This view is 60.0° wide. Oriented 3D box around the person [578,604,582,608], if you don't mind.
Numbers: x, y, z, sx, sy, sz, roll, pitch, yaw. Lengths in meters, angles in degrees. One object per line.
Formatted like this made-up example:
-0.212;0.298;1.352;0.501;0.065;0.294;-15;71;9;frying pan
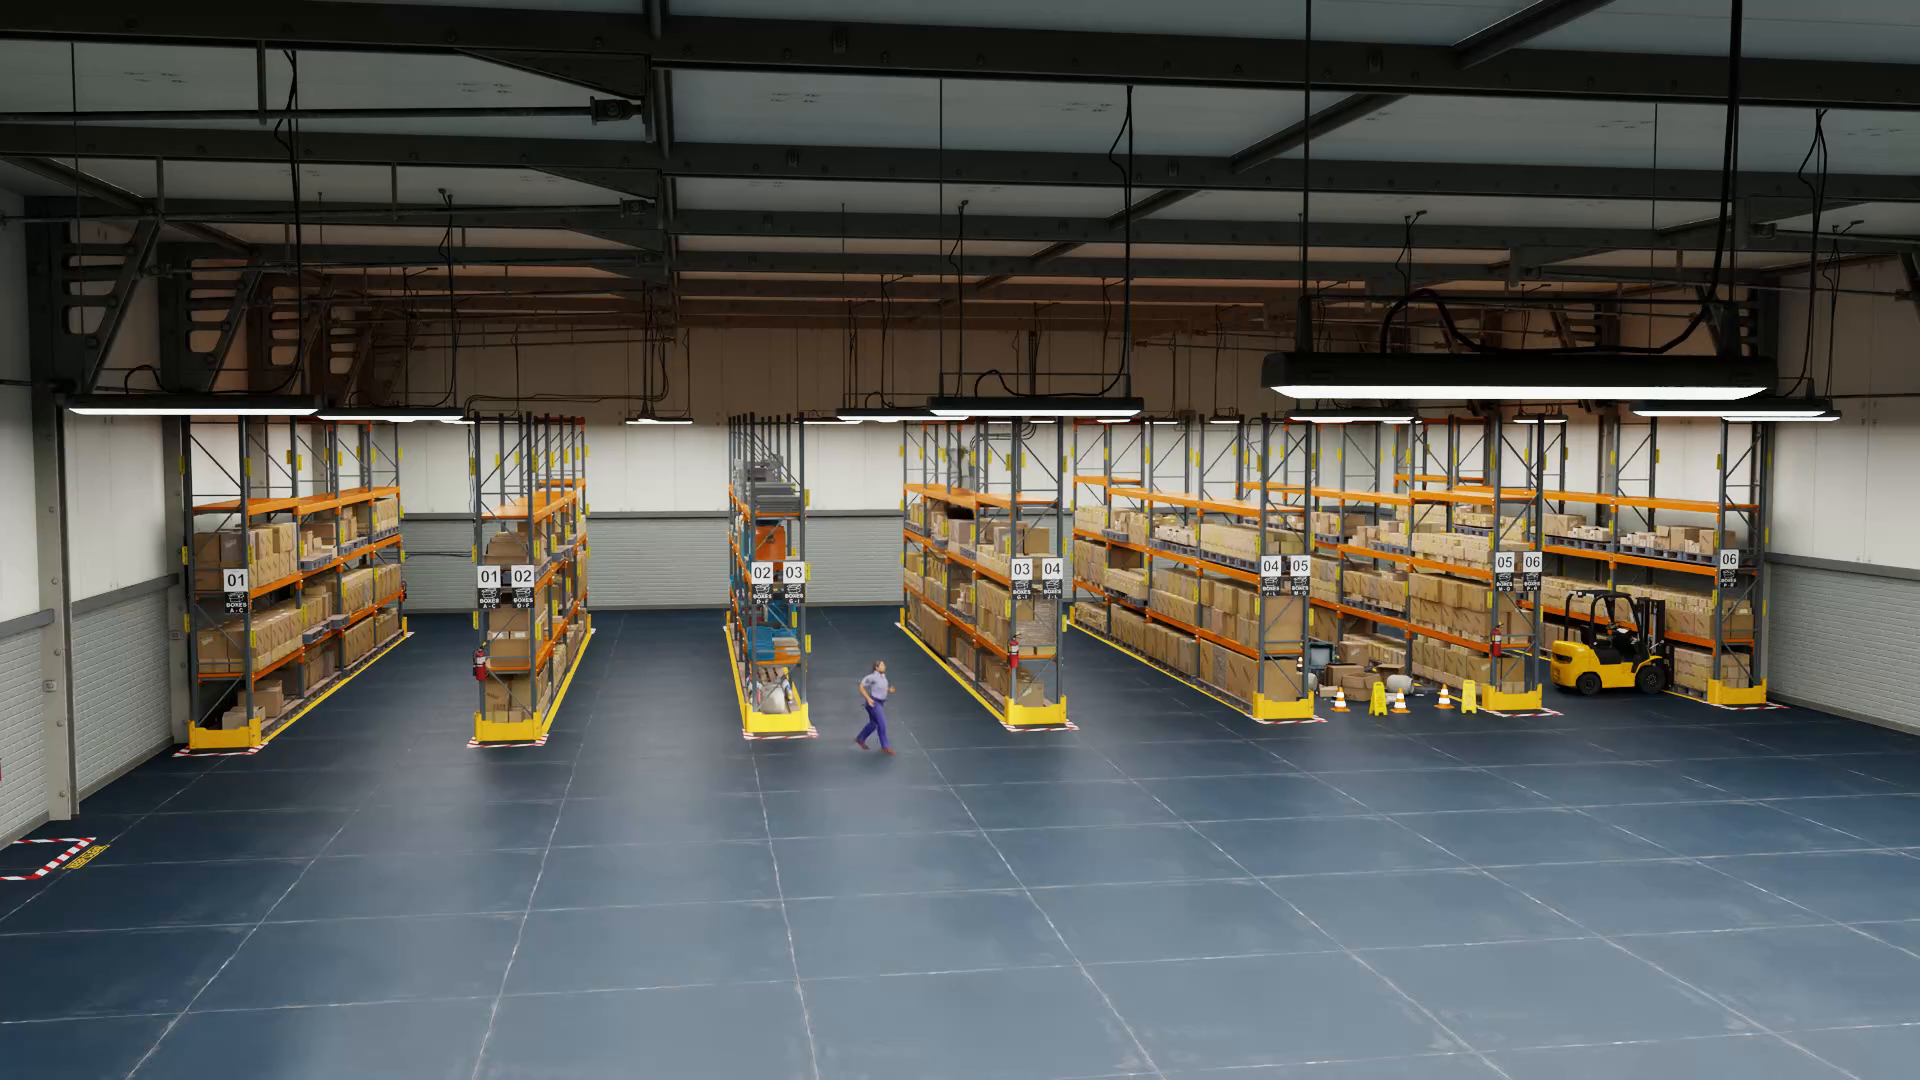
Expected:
-11.208;1.664;47.878;0.818;1.683;0.596;1;4;11;person

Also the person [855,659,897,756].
-1.481;2.919;29.122;0.821;1.672;0.610;1;4;19;person
